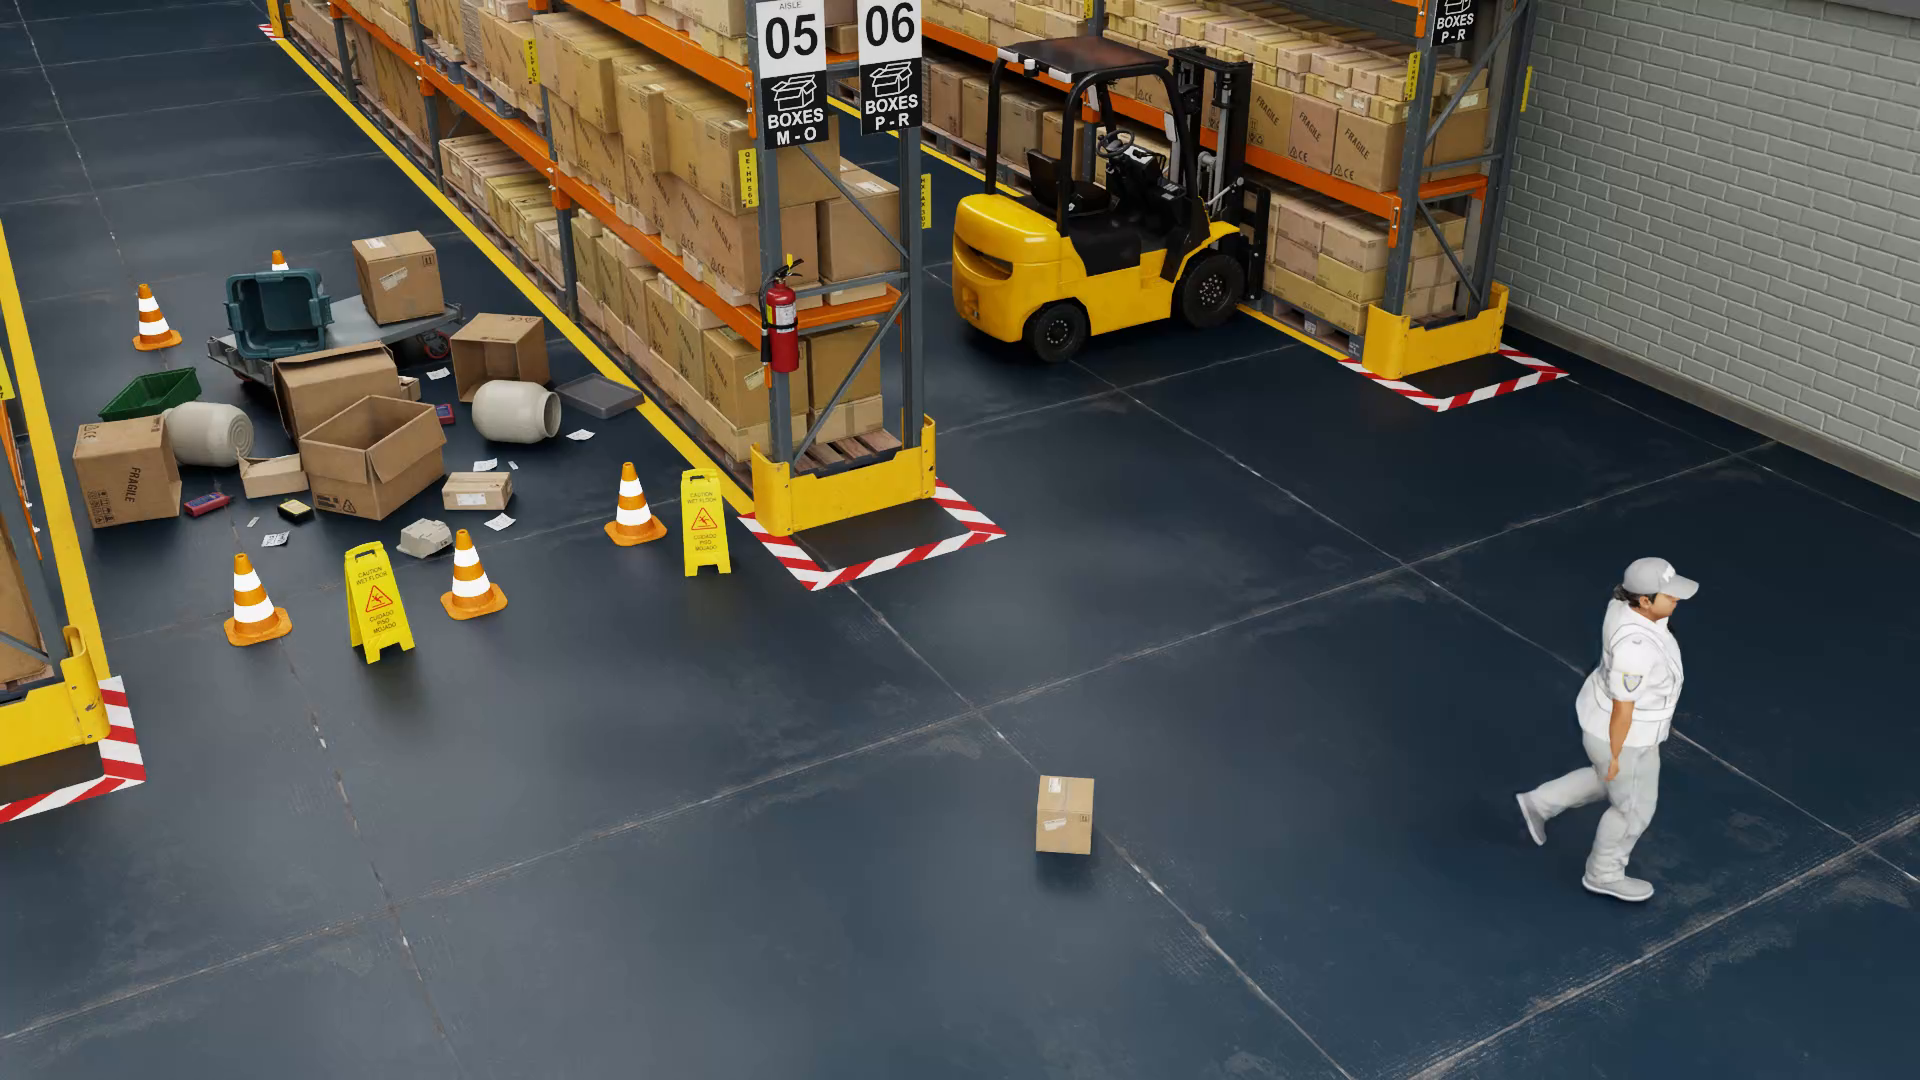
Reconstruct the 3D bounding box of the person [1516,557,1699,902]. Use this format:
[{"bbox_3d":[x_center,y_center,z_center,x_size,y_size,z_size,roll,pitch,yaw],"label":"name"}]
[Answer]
[{"bbox_3d":[2.794,0.792,7.089,0.602,1.649,0.485,7,30,12],"label":"person"}]
